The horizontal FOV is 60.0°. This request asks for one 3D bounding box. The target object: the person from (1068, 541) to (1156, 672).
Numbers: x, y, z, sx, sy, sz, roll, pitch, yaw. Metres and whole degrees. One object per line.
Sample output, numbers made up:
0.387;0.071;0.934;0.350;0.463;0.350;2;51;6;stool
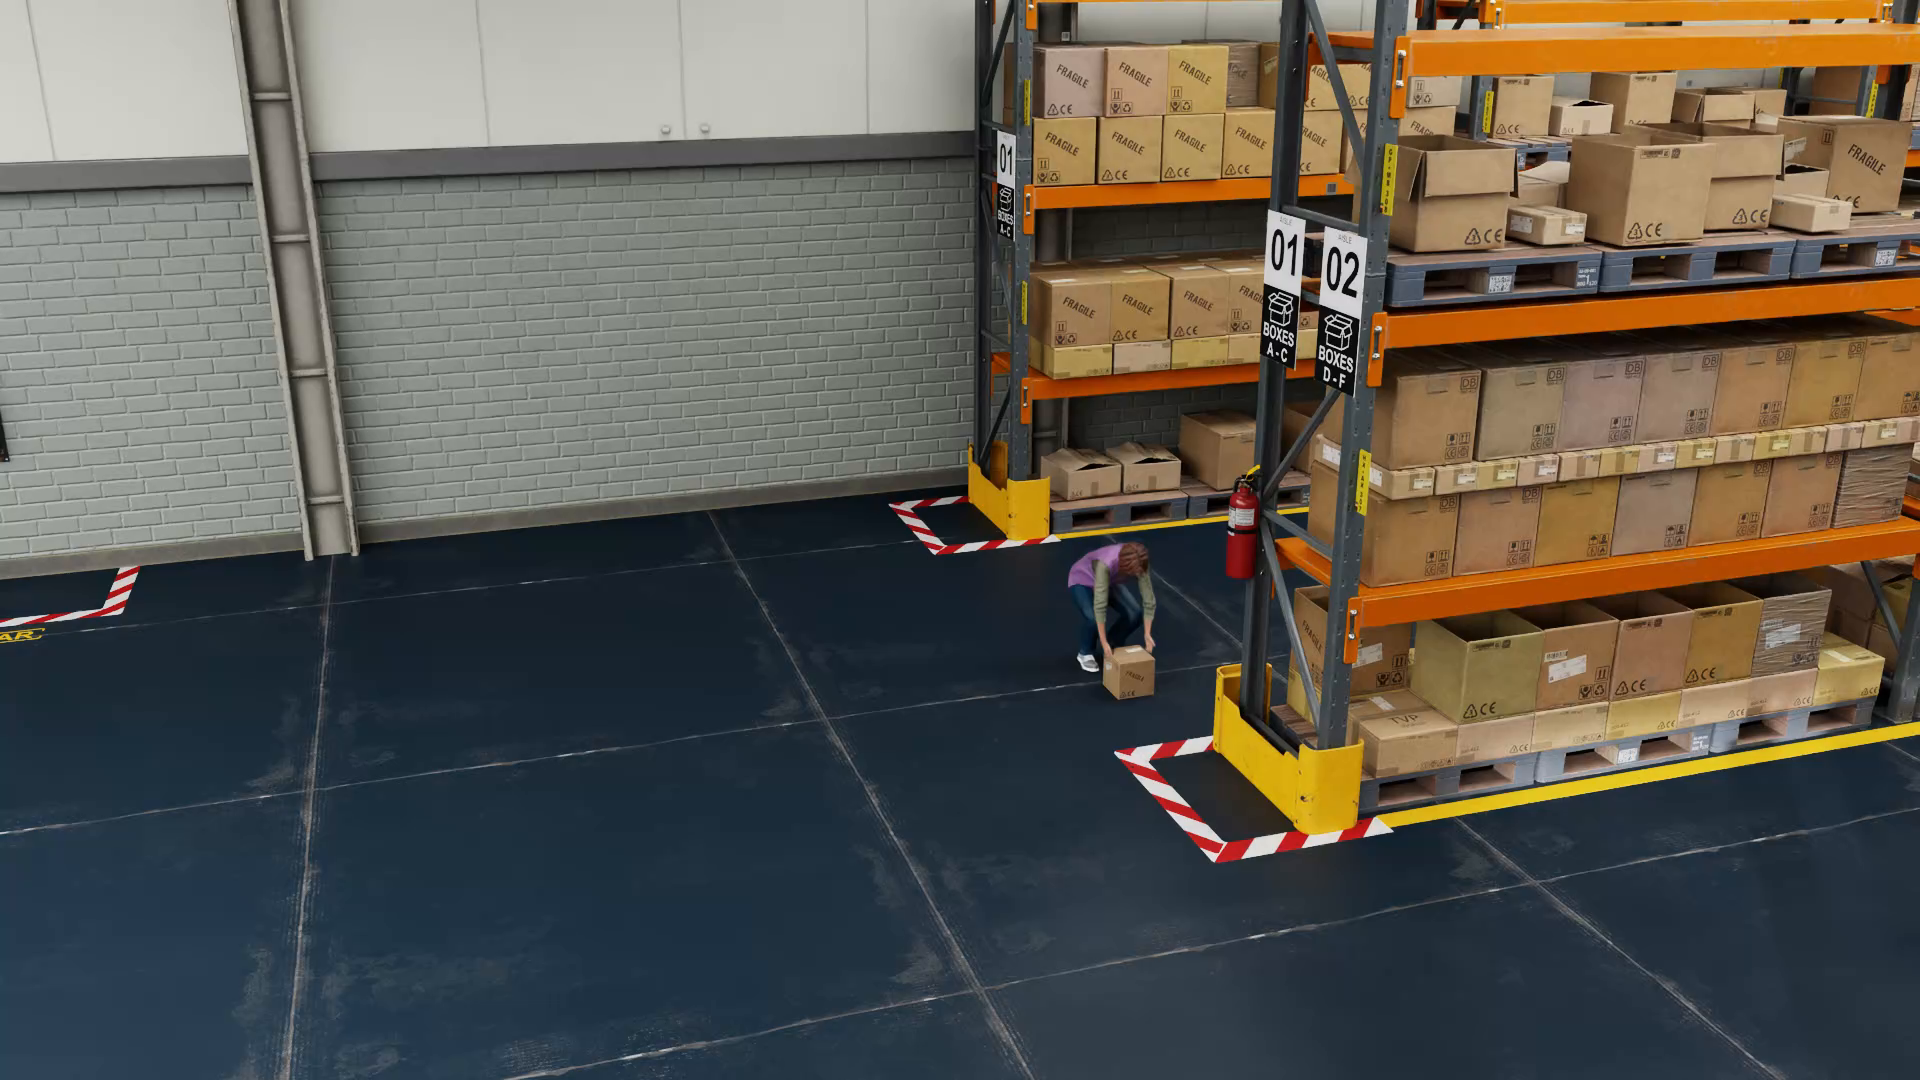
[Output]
0.996;0.398;10.922;0.450;0.958;0.777;-6;20;-17;person
